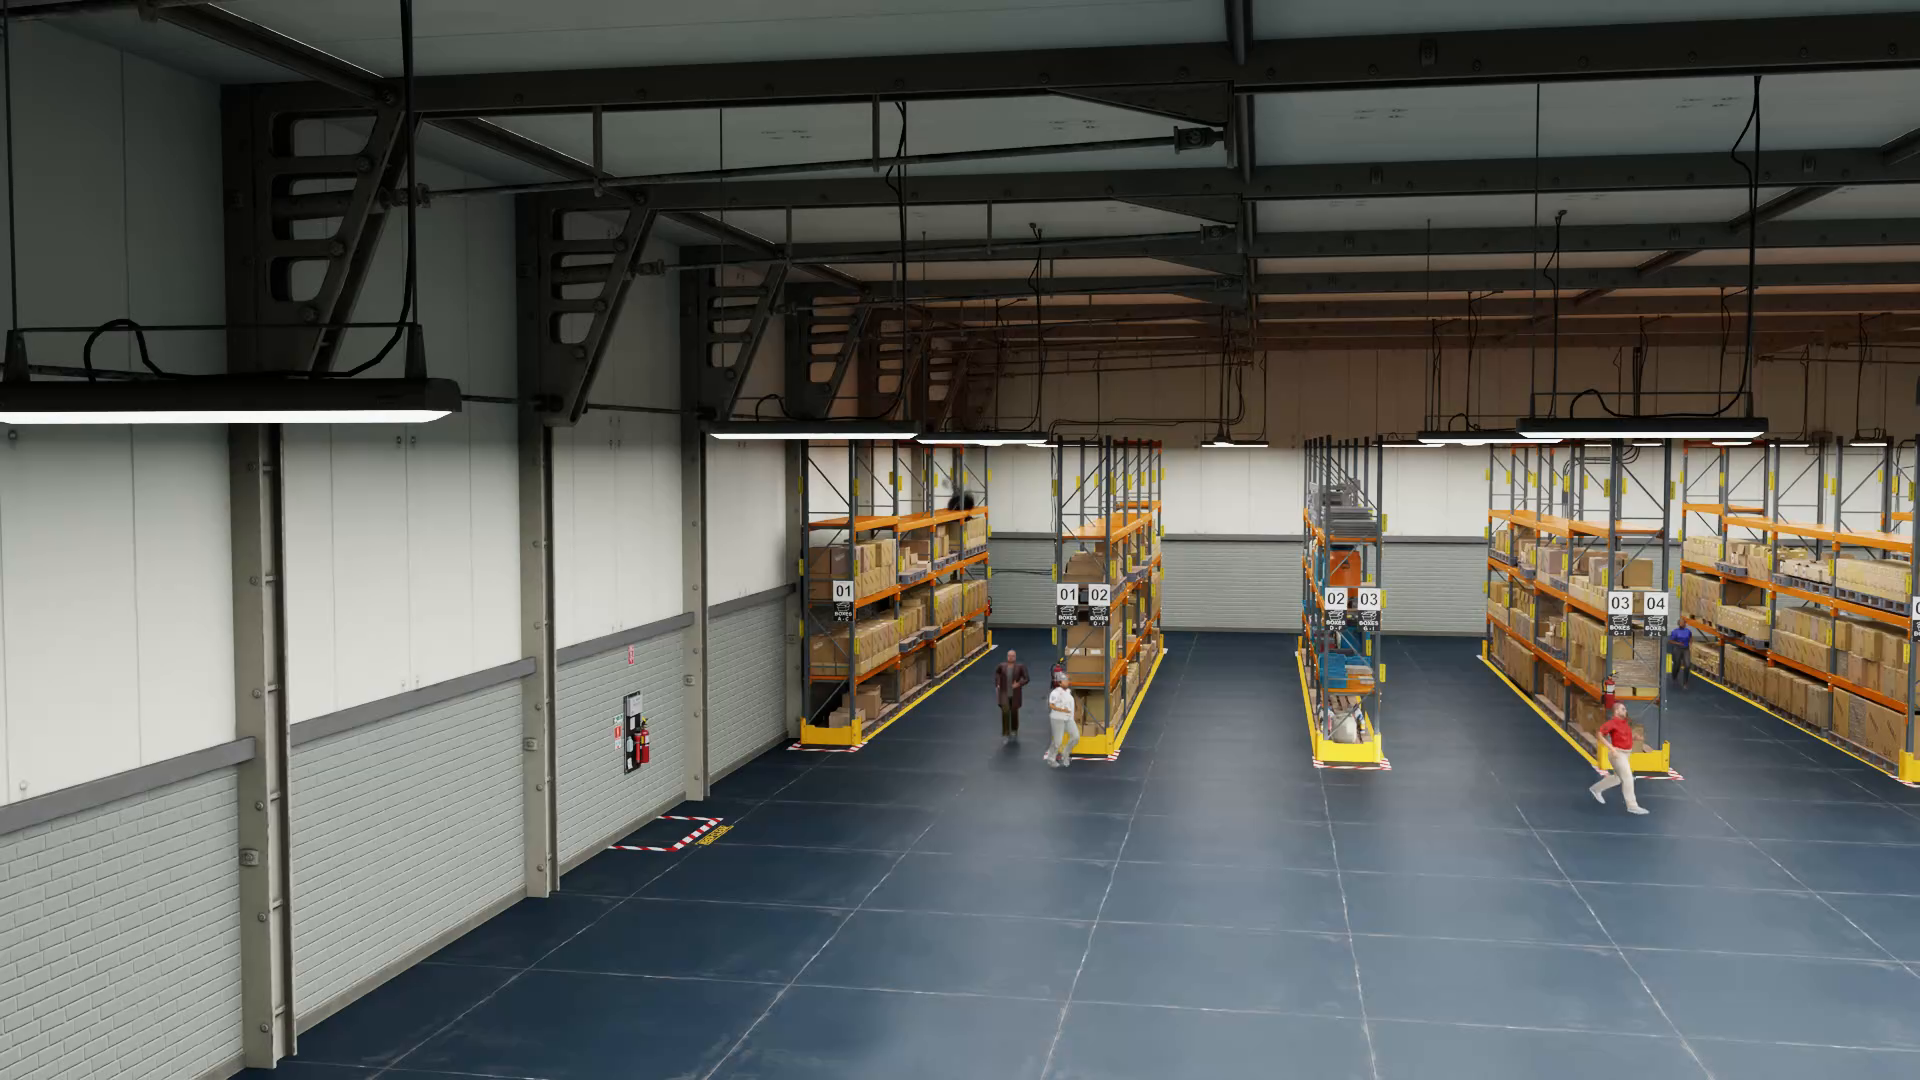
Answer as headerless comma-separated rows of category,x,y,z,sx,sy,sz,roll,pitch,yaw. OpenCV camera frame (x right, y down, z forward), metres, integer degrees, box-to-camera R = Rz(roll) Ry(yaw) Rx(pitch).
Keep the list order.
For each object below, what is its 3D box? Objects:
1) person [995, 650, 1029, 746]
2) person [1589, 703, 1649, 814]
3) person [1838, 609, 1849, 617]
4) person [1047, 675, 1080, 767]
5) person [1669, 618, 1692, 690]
person,1.009,3.051,32.544,0.701,1.805,0.998,0,3,7
person,10.427,3.422,26.291,0.962,1.703,0.668,3,4,40
person,23.912,2.481,45.165,0.495,1.604,0.639,1,3,21
person,1.885,3.273,30.080,0.618,1.667,0.565,-3,4,-39
person,17.367,2.736,40.052,0.582,1.706,0.832,1,3,11
